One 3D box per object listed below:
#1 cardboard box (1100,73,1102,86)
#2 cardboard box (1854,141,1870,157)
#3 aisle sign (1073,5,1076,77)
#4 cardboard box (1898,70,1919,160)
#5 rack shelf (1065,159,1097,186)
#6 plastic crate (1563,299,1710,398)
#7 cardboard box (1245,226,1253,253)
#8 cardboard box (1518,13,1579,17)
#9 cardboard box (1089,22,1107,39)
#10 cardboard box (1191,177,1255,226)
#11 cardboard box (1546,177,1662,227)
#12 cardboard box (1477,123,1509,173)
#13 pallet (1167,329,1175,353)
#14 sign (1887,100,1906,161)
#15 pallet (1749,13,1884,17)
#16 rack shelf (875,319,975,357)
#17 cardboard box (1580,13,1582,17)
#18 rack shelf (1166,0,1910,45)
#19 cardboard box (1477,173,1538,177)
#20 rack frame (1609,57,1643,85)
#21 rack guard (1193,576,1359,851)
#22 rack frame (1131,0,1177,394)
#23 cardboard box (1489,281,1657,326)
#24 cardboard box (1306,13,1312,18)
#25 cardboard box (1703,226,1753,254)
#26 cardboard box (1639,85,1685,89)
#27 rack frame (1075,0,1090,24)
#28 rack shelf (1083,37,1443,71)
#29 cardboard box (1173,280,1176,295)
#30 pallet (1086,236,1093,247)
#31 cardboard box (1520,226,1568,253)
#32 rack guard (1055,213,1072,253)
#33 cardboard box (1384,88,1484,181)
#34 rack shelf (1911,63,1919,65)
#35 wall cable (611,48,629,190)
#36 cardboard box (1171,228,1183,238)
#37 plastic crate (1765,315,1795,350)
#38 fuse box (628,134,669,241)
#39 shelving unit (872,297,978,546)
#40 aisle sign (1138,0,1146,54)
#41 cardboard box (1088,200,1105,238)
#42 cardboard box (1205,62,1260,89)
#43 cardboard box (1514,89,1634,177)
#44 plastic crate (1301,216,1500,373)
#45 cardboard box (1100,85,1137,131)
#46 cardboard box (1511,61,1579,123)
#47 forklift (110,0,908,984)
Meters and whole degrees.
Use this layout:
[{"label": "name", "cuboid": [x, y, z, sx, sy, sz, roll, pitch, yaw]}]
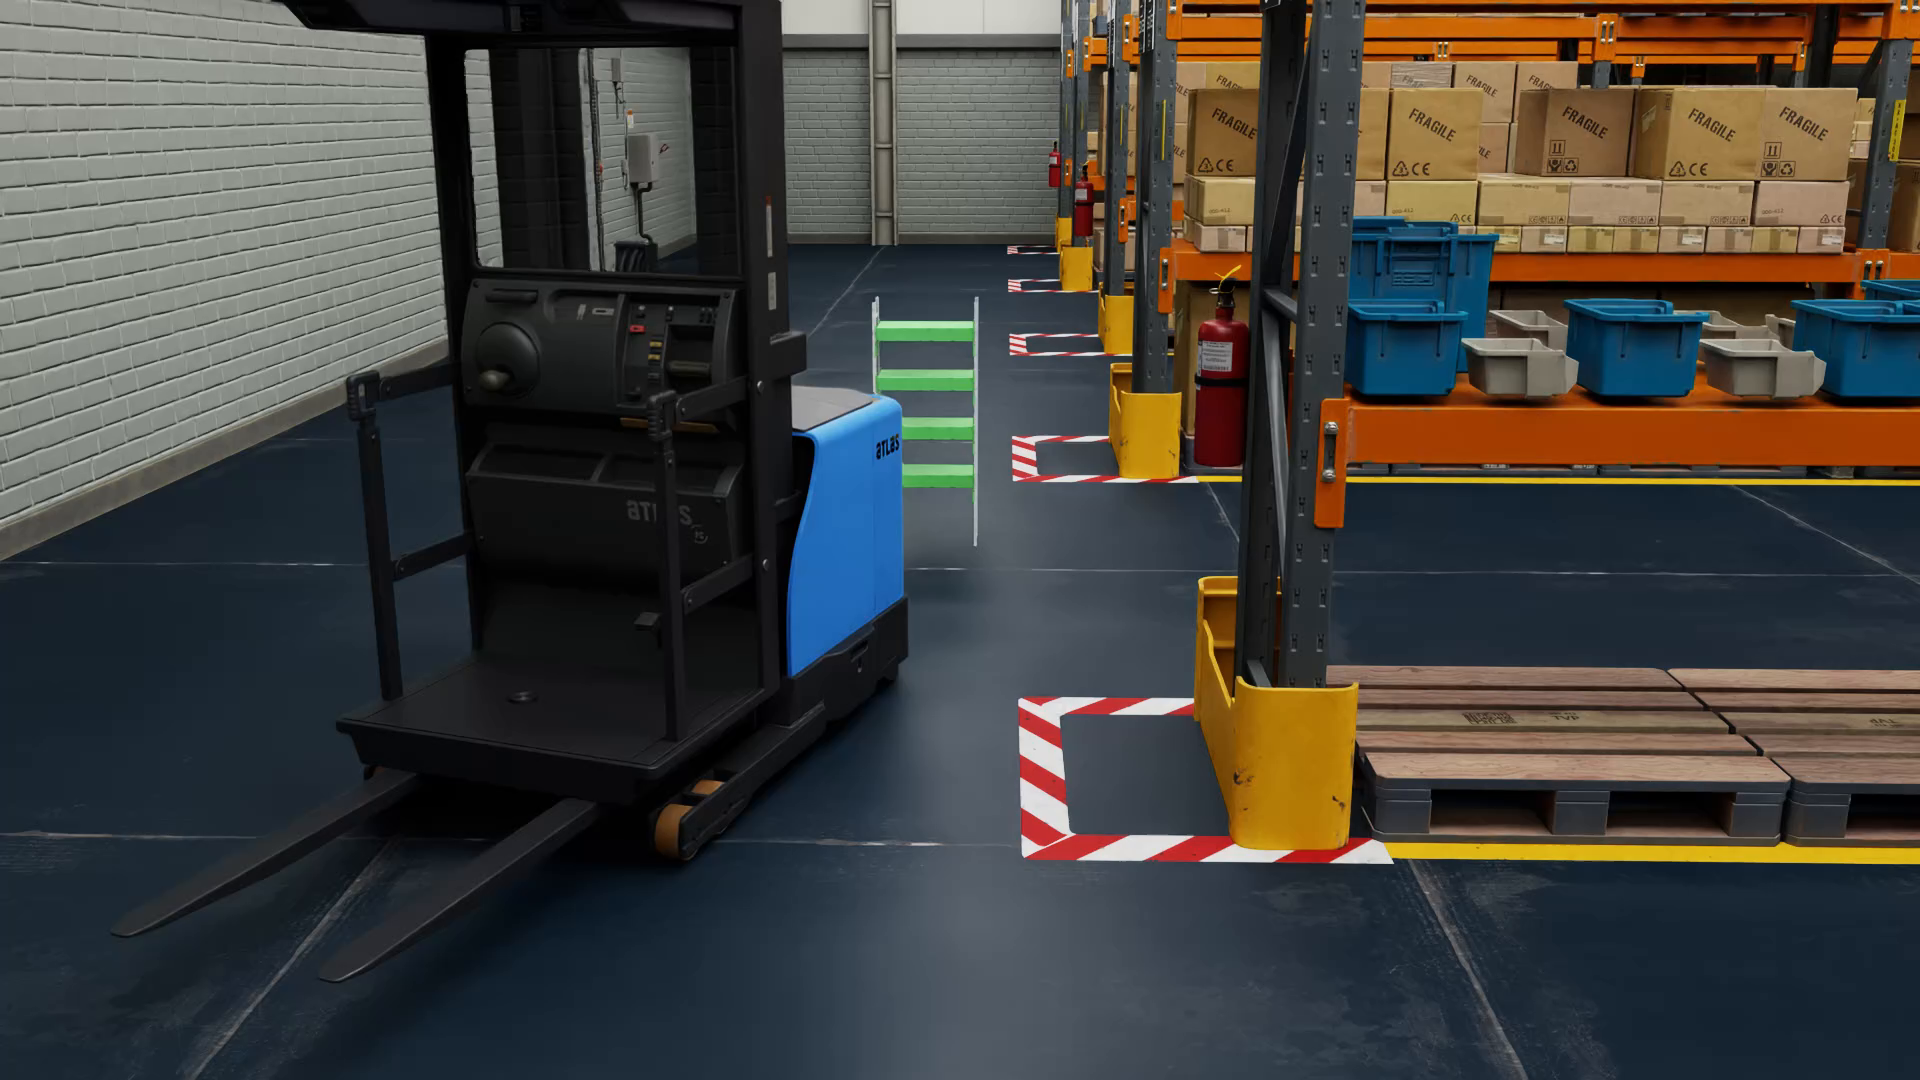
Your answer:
[{"label": "cardboard box", "cuboid": [1.763, -5.376, 19.408, 0.250, 0.149, 0.380, 1, 15, 2]}, {"label": "cardboard box", "cuboid": [7.576, -3.287, 14.004, 0.250, 0.149, 0.380, 1, 15, 3]}, {"label": "aisle sign", "cuboid": [1.335, -5.818, 19.416, 0.004, 0.787, 0.394, 0, 15, 1]}, {"label": "cardboard box", "cuboid": [5.783, -2.460, 9.620, 0.637, 0.503, 0.797, 0, 15, 0]}, {"label": "rack shelf", "cuboid": [3.521, -5.386, 24.287, 4.000, 0.370, 1.077, 0, 15, 1]}, {"label": "plastic crate", "cuboid": [1.916, -0.549, 4.753, 0.300, 0.233, 0.416, 0, 15, 1]}, {"label": "cardboard box", "cuboid": [1.749, -1.745, 9.567, 0.250, 0.149, 0.380, 0, 15, 1]}, {"label": "cardboard box", "cuboid": [4.875, -4.505, 13.948, 0.500, 0.250, 0.500, 1, 15, 3]}, {"label": "cardboard box", "cuboid": [1.959, -7.196, 23.568, 0.500, 0.250, 0.500, 0, 15, 1]}, {"label": "cardboard box", "cuboid": [1.619, -1.954, 9.576, 0.500, 0.250, 0.500, 0, 15, 0]}, {"label": "cardboard box", "cuboid": [3.669, -1.941, 9.530, 0.500, 0.250, 0.500, 1, 15, 3]}, {"label": "cardboard box", "cuboid": [4.363, -3.319, 14.262, 0.500, 0.500, 0.500, 0, 15, 0]}, {"label": "pallet", "cuboid": [2.261, -1.855, 14.959, 1.213, 0.211, 1.003, 0, 15, 1]}, {"label": "sign", "cuboid": [5.132, -2.244, 9.111, 0.005, 0.325, 0.100, 0, 15, 1]}, {"label": "pallet", "cuboid": [7.024, -4.515, 14.061, 1.003, 0.211, 1.213, 0, 15, 1]}, {"label": "rack shelf", "cuboid": [-0.165, -0.984, 8.085, 0.480, 0.148, 0.258, 0, 15, 1]}, {"label": "cardboard box", "cuboid": [8.641, -7.354, 23.383, 0.250, 0.149, 0.380, 0, 15, 0]}, {"label": "rack shelf", "cuboid": [3.145, -3.044, 9.527, 4.000, 0.370, 1.077, 0, 15, 1]}, {"label": "cardboard box", "cuboid": [3.174, -2.081, 10.059, 0.500, 0.250, 0.500, 0, 15, 2]}, {"label": "rack frame", "cuboid": [9.519, -5.695, 24.047, 0.127, 3.000, 1.000, 0, 15, 1]}, {"label": "rack guard", "cuboid": [0.995, 0.521, 5.387, 0.348, 0.500, 1.175, 0, 15, 1]}, {"label": "rack frame", "cuboid": [1.146, -1.954, 9.867, 0.127, 3.000, 1.000, 0, 15, 1]}, {"label": "cardboard box", "cuboid": [3.587, -1.134, 10.102, 0.875, 0.875, 0.875, 0, 15, 1]}, {"label": "cardboard box", "cuboid": [2.858, -4.524, 14.020, 0.500, 0.250, 0.500, 0, 15, 0]}, {"label": "cardboard box", "cuboid": [4.318, -1.729, 9.504, 0.250, 0.149, 0.380, 0, 15, 0]}, {"label": "cardboard box", "cuboid": [7.863, -4.904, 18.892, 0.500, 0.500, 0.500, 0, 15, 1]}, {"label": "rack frame", "cuboid": [1.399, -7.382, 18.681, 0.127, 3.000, 1.000, 0, 15, 1]}, {"label": "rack shelf", "cuboid": [3.398, -5.571, 19.106, 4.000, 0.370, 1.077, 0, 15, 1]}, {"label": "cardboard box", "cuboid": [1.889, -2.241, 14.552, 0.250, 0.149, 0.380, 0, 15, -1]}, {"label": "pallet", "cuboid": [2.395, -4.393, 24.579, 1.213, 0.211, 1.003, 0, 15, 1]}, {"label": "cardboard box", "cuboid": [3.292, -1.735, 9.530, 0.250, 0.149, 0.380, 1, 15, 2]}, {"label": "rack guard", "cuboid": [1.598, -4.538, 24.561, 0.348, 0.500, 1.175, 0, 15, 1]}, {"label": "cardboard box", "cuboid": [2.637, -2.311, 9.461, 0.500, 0.500, 0.500, 0, 15, 0]}, {"label": "rack shelf", "cuboid": [15.518, -6.759, 23.608, 4.000, 0.370, 1.077, 0, 15, 1]}, {"label": "wall cable", "cuboid": [-4.214, -5.365, 20.804, 0.122, 1.984, 0.588, 0, 15, 1]}, {"label": "cardboard box", "cuboid": [2.976, -3.463, 19.785, 0.875, 0.438, 0.875, 1, 15, 3]}, {"label": "plastic crate", "cuboid": [2.704, -0.635, 5.267, 0.250, 0.136, 0.298, 0, 15, 1]}, {"label": "fuse box", "cuboid": [-4.039, -4.424, 21.754, 0.414, 1.711, 0.539, 0, 15, 1]}, {"label": "shelving unit", "cuboid": [-0.165, -0.581, 8.191, 0.503, 1.200, 0.258, 0, 15, 1]}, {"label": "aisle sign", "cuboid": [1.082, -3.288, 9.827, 0.004, 0.787, 0.394, 0, 15, 1]}, {"label": "cardboard box", "cuboid": [2.131, -4.715, 24.402, 0.637, 0.503, 0.797, 0, 15, -1]}, {"label": "cardboard box", "cuboid": [2.320, -3.822, 14.207, 0.500, 0.500, 0.500, 1, 15, 3]}, {"label": "cardboard box", "cuboid": [3.660, -2.438, 9.941, 0.500, 0.500, 0.500, 0, 15, 0]}, {"label": "plastic crate", "cuboid": [1.359, -0.783, 5.240, 0.499, 0.435, 0.616, 0, 15, 1]}, {"label": "cardboard box", "cuboid": [1.872, -4.938, 19.019, 0.500, 0.500, 0.500, 0, 15, 0]}, {"label": "cardboard box", "cuboid": [4.896, -3.802, 14.132, 0.500, 0.500, 0.500, 0, 15, -1]}, {"label": "forklift", "cuboid": [-1.184, -0.605, 4.887, 1.130, 2.935, 3.031, 5, 16, 19]}]
